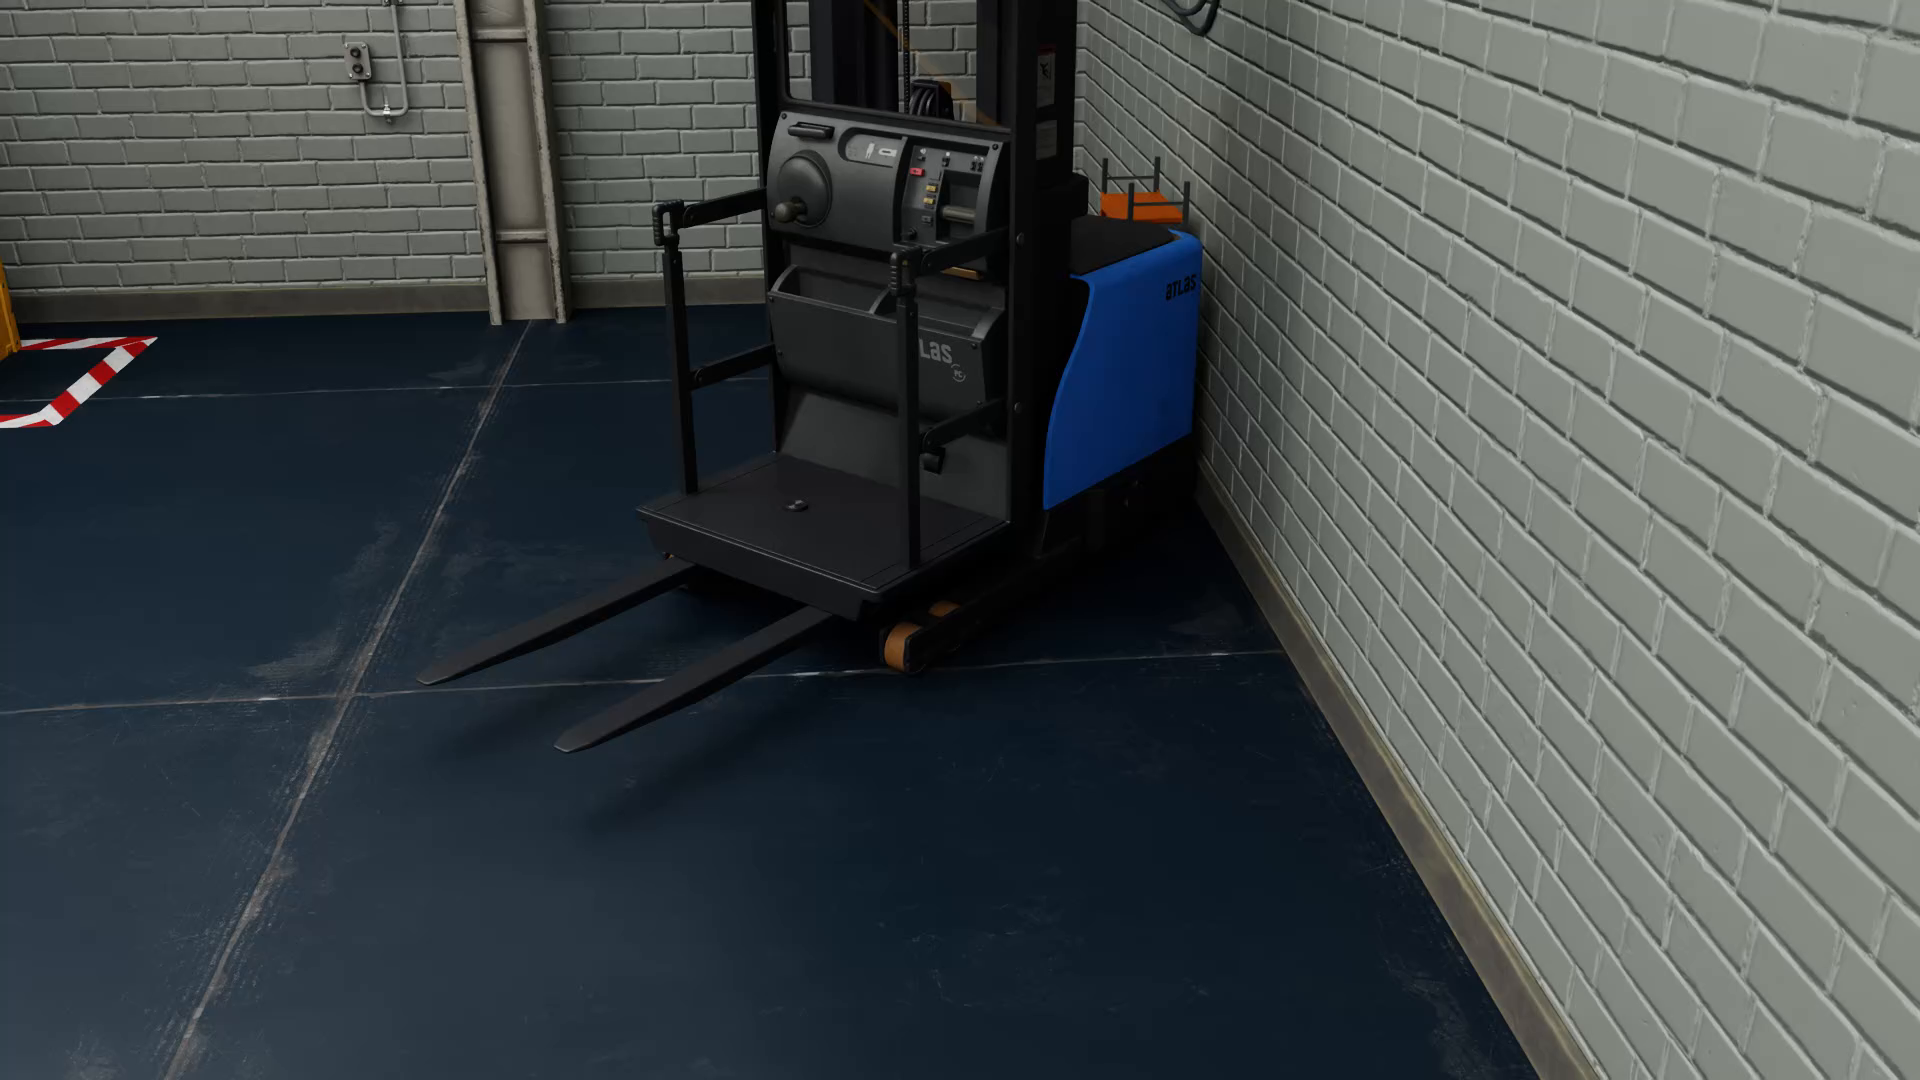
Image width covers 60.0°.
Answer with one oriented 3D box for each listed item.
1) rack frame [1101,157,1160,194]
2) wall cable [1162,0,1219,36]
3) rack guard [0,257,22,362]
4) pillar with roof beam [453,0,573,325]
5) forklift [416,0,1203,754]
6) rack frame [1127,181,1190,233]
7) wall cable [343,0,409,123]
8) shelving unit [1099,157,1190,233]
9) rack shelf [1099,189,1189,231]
[{"bbox_3d":[0.704,-1.022,7.073,0.240,1.200,0.015,-3,24,-7],"label":"rack frame"},{"bbox_3d":[0.758,-3.527,6.929,0.112,2.526,3.097,-2,24,-5],"label":"wall cable"},{"bbox_3d":[-4.882,-0.982,7.843,0.348,0.500,1.175,-2,24,-5],"label":"rack guard"},{"bbox_3d":[-1.881,-3.582,3.229,0.400,9.000,9.100,-2,24,-5],"label":"pillar with roof beam"},{"bbox_3d":[-0.383,-1.138,5.203,1.130,2.935,3.031,17,29,34],"label":"forklift"},{"bbox_3d":[0.766,-0.826,6.630,0.240,1.200,0.015,-3,24,-7],"label":"rack frame"},{"bbox_3d":[-3.725,-3.021,8.102,1.851,1.984,0.084,-2,24,-5],"label":"wall cable"},{"bbox_3d":[0.735,-0.924,6.852,0.258,1.200,0.503,-3,24,-7],"label":"shelving unit"},{"bbox_3d":[0.735,-1.283,6.692,0.258,0.148,0.480,-3,24,-7],"label":"rack shelf"}]
